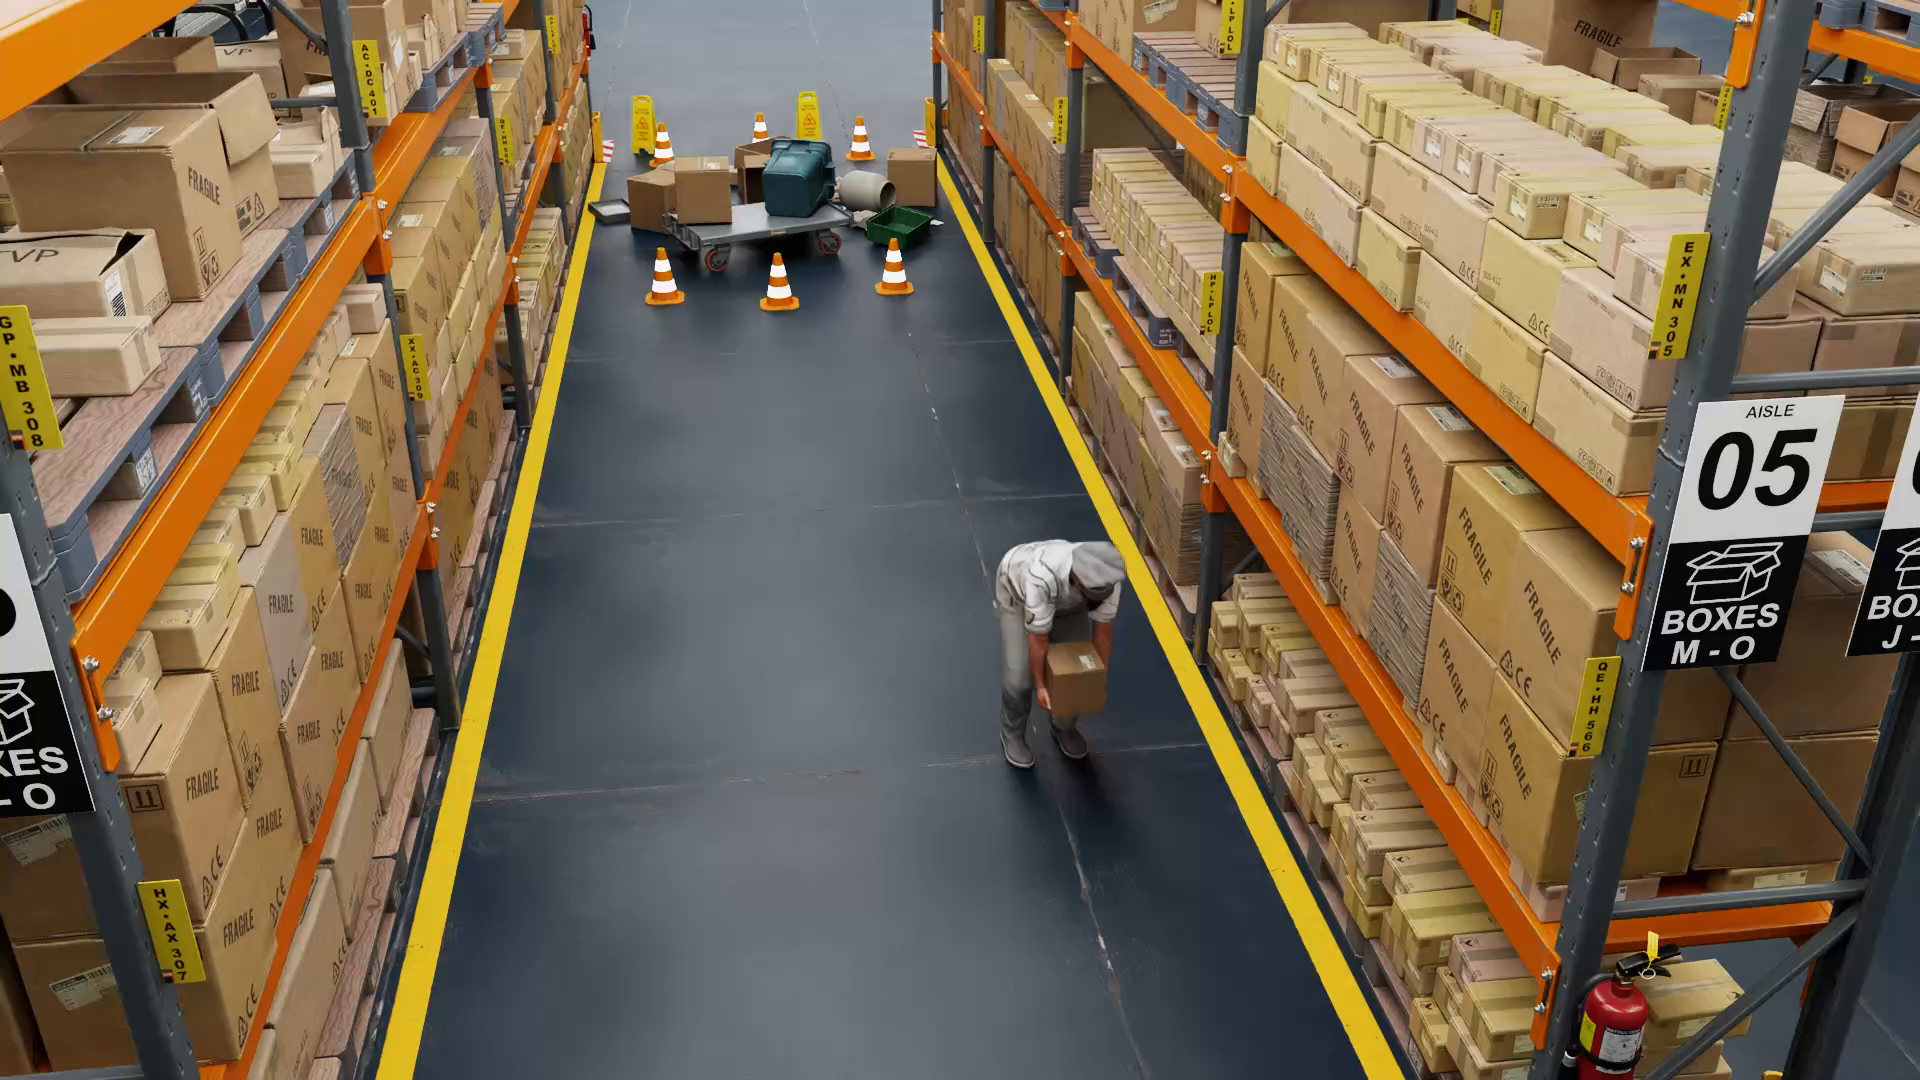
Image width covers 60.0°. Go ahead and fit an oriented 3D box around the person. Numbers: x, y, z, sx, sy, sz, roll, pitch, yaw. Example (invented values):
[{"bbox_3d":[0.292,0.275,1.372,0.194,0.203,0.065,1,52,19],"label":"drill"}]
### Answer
[{"bbox_3d":[0.483,0.519,7.975,0.490,1.408,0.955,-9,28,-16],"label":"person"}]
